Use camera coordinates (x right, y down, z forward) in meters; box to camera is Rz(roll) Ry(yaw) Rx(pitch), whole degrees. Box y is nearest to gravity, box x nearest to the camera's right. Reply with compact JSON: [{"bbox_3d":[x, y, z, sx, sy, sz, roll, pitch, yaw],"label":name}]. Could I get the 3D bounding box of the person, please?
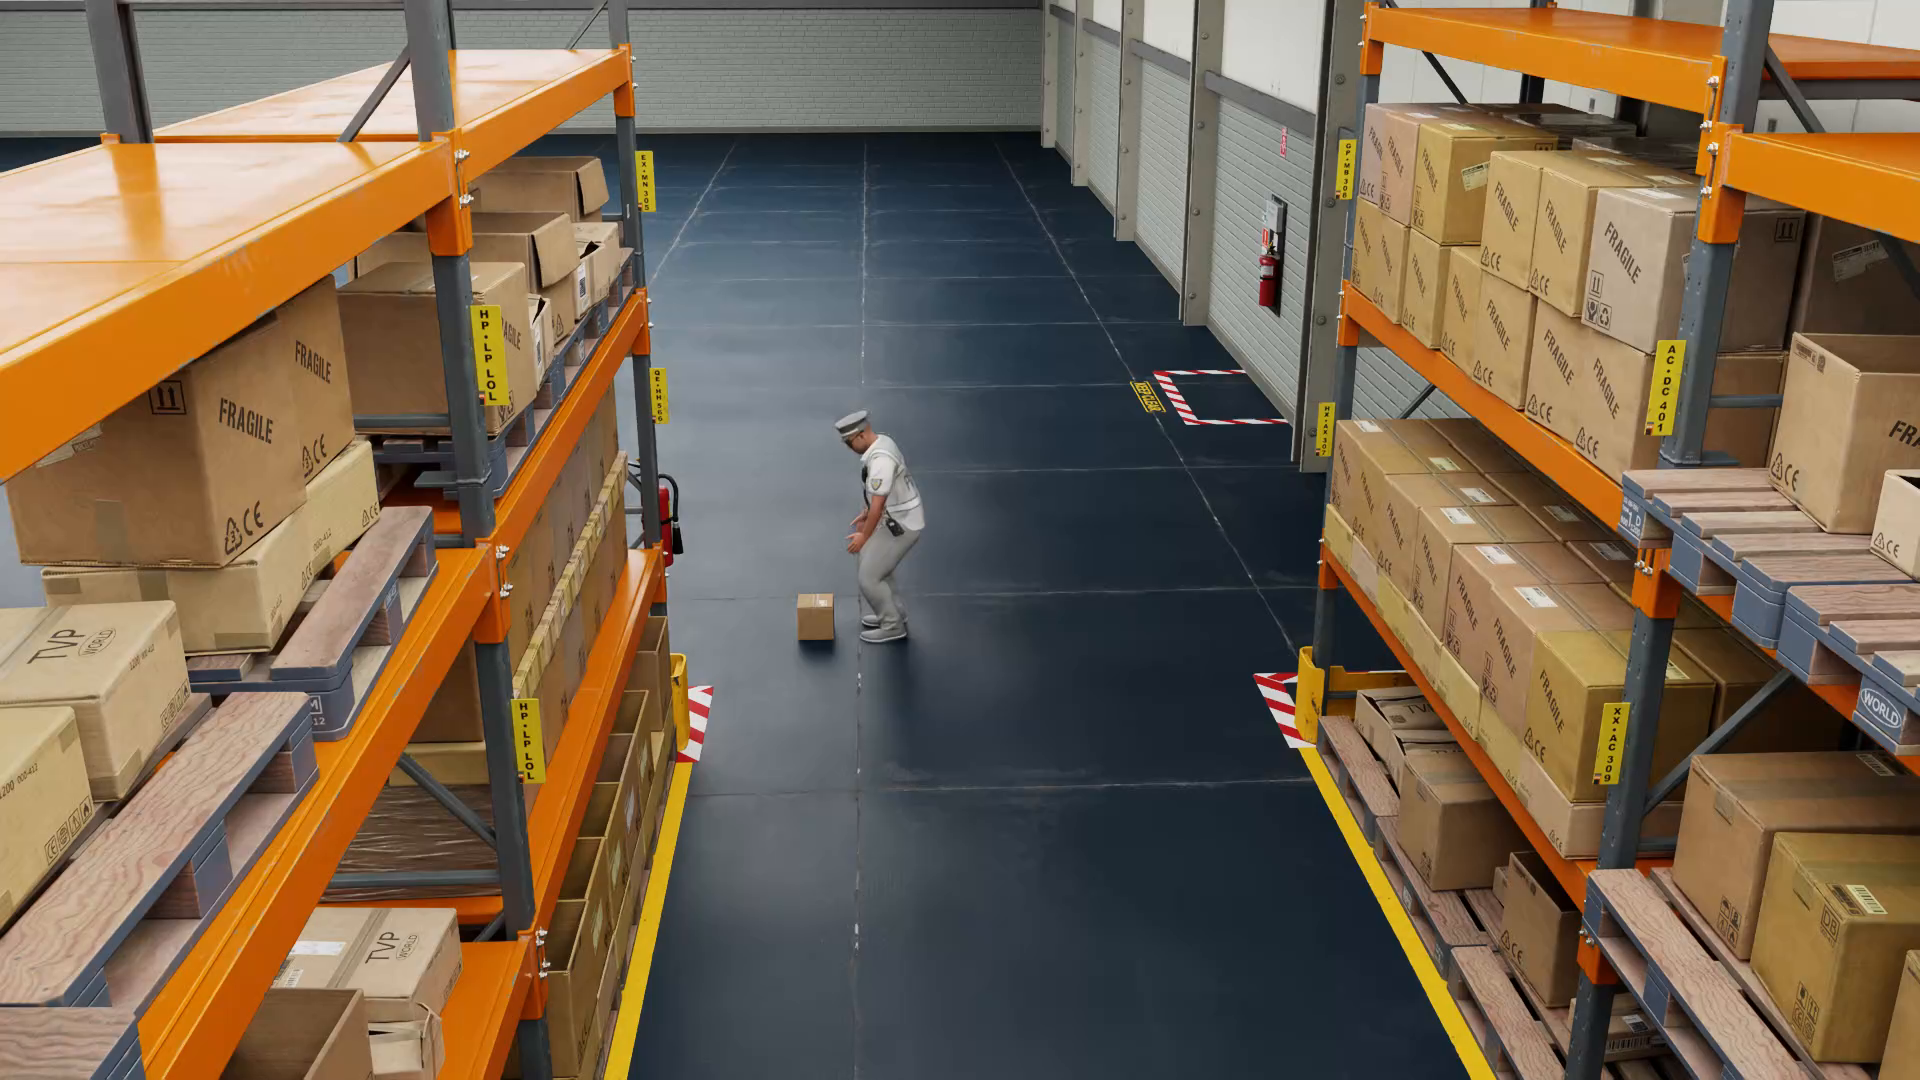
[{"bbox_3d":[-0.547,-0.098,11.524,0.609,1.633,0.575,-1,20,-2],"label":"person"}]
